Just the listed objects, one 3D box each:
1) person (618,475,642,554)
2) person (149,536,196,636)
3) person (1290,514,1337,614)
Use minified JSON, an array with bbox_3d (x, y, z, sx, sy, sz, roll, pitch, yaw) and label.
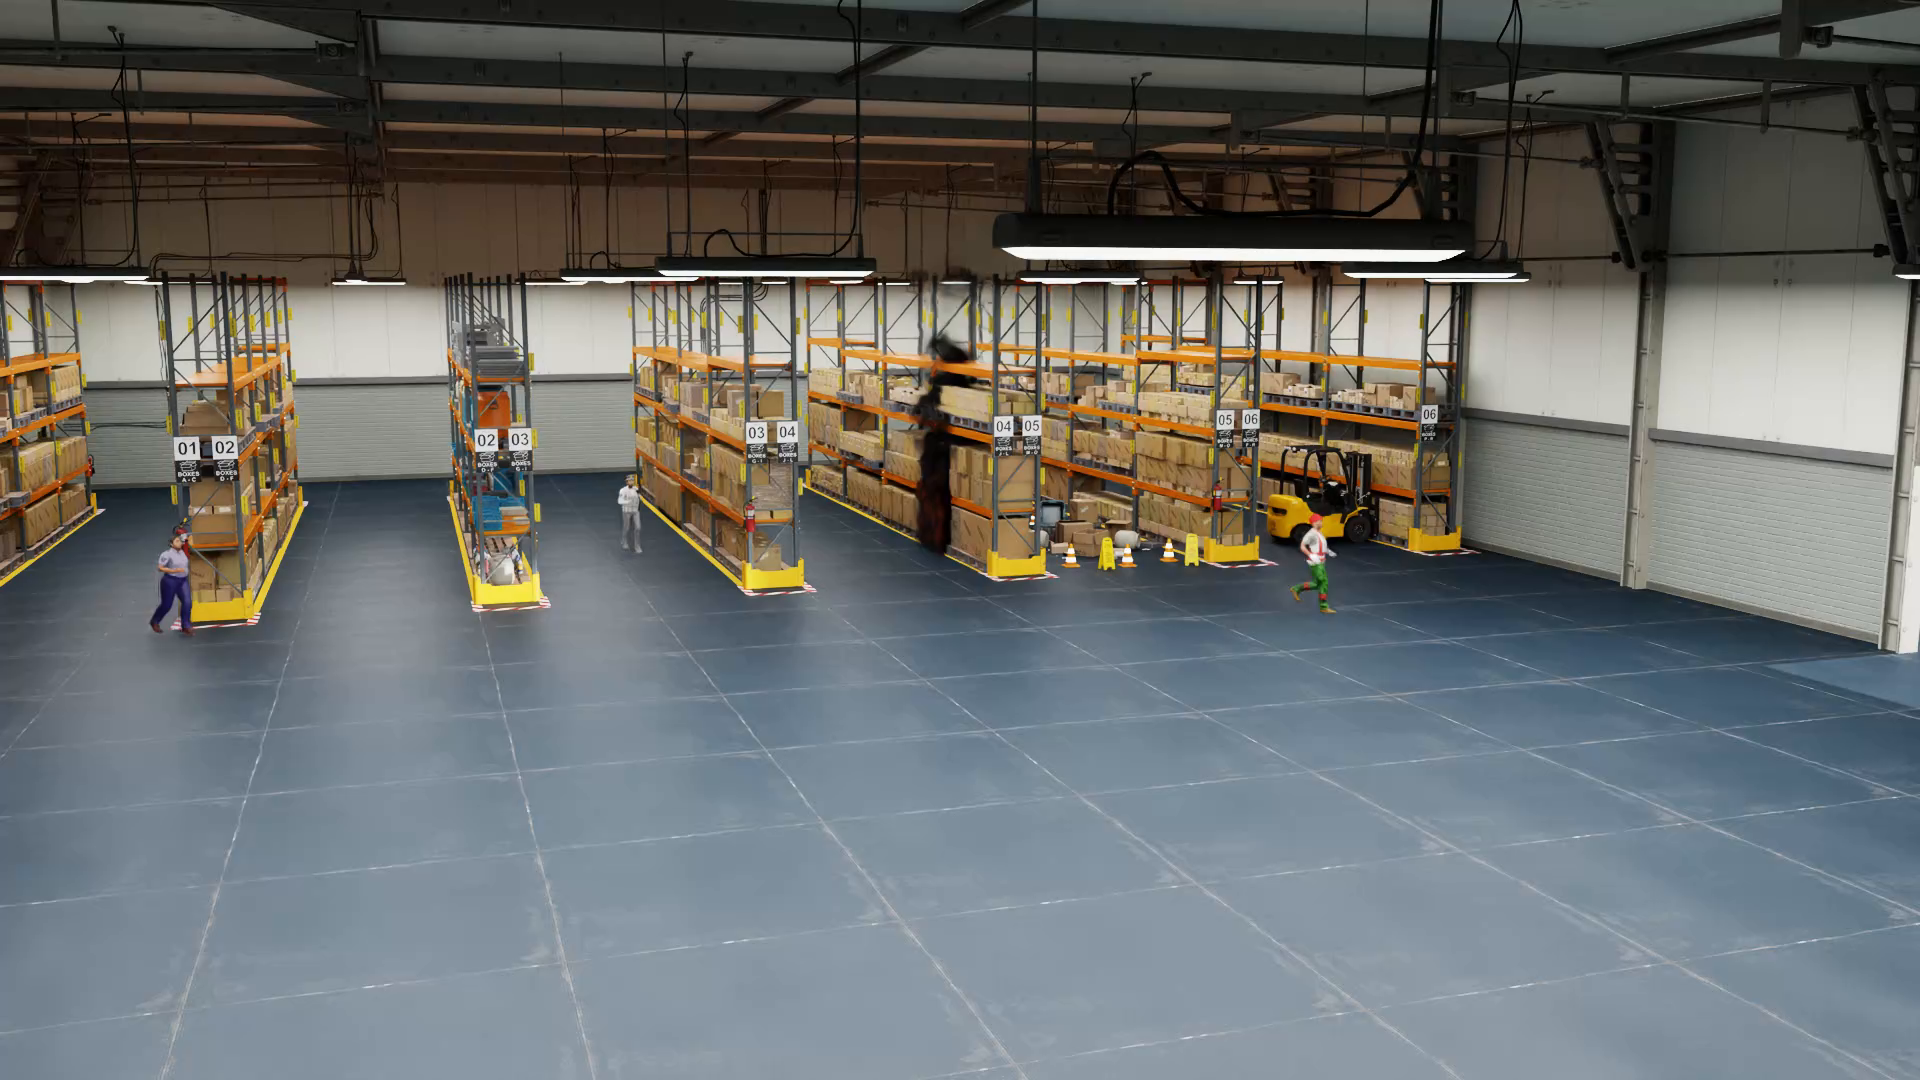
[{"bbox_3d":[-7.200,-0.579,36.324,0.557,1.737,0.816,-4,10,-27],"label":"person"},{"bbox_3d":[-13.053,0.747,27.655,0.871,1.653,0.614,4,9,24],"label":"person"},{"bbox_3d":[6.285,0.413,29.563,0.872,1.778,0.655,4,10,25],"label":"person"}]
